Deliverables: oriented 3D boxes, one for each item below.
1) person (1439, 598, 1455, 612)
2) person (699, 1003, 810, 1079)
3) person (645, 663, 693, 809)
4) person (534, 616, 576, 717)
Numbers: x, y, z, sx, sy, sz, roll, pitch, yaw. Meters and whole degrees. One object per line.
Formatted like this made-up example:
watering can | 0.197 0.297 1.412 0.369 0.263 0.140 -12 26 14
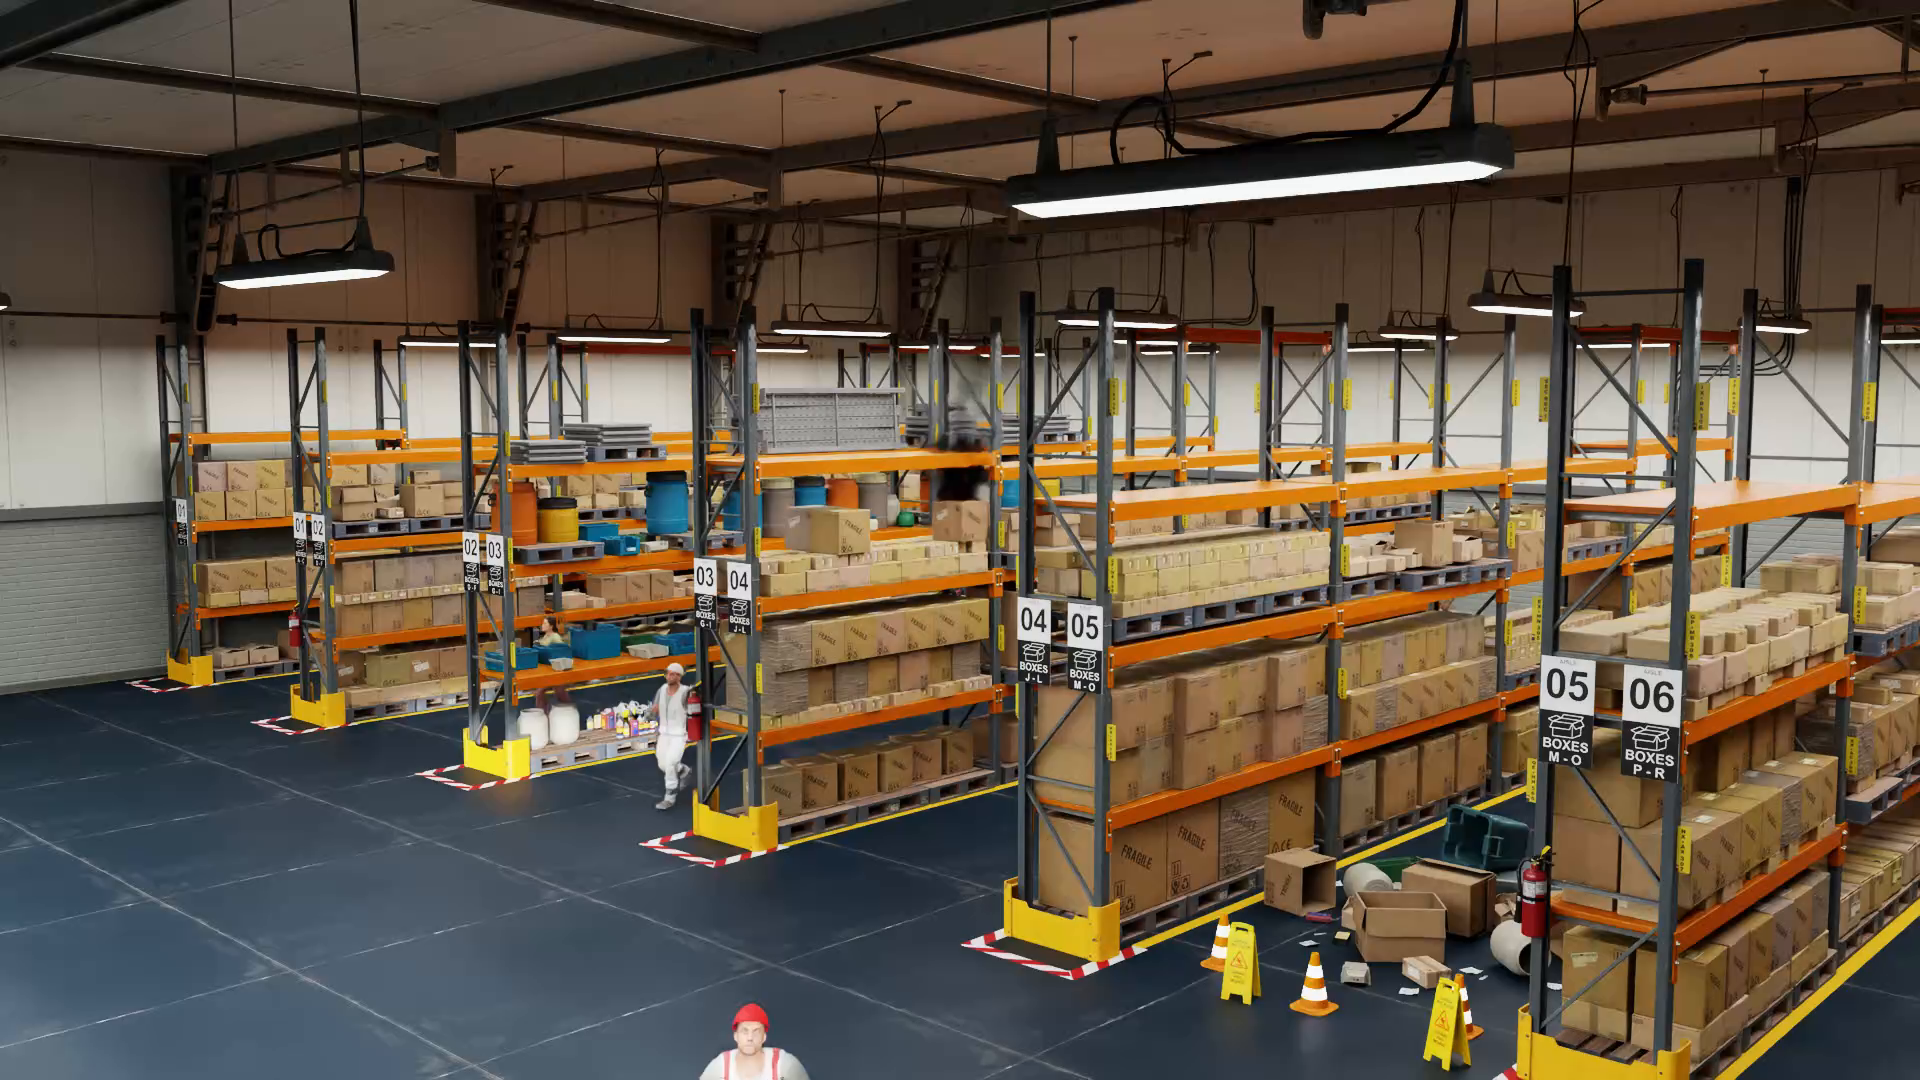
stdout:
person | 8.043 1.733 27.553 0.631 1.734 0.849 3 6 32
person | -1.157 3.441 9.350 0.676 1.721 0.675 -1 5 -7
person | -3.468 2.376 20.396 0.689 1.774 0.805 3 6 29
person | -6.081 1.995 24.991 0.549 1.725 0.793 4 7 37
